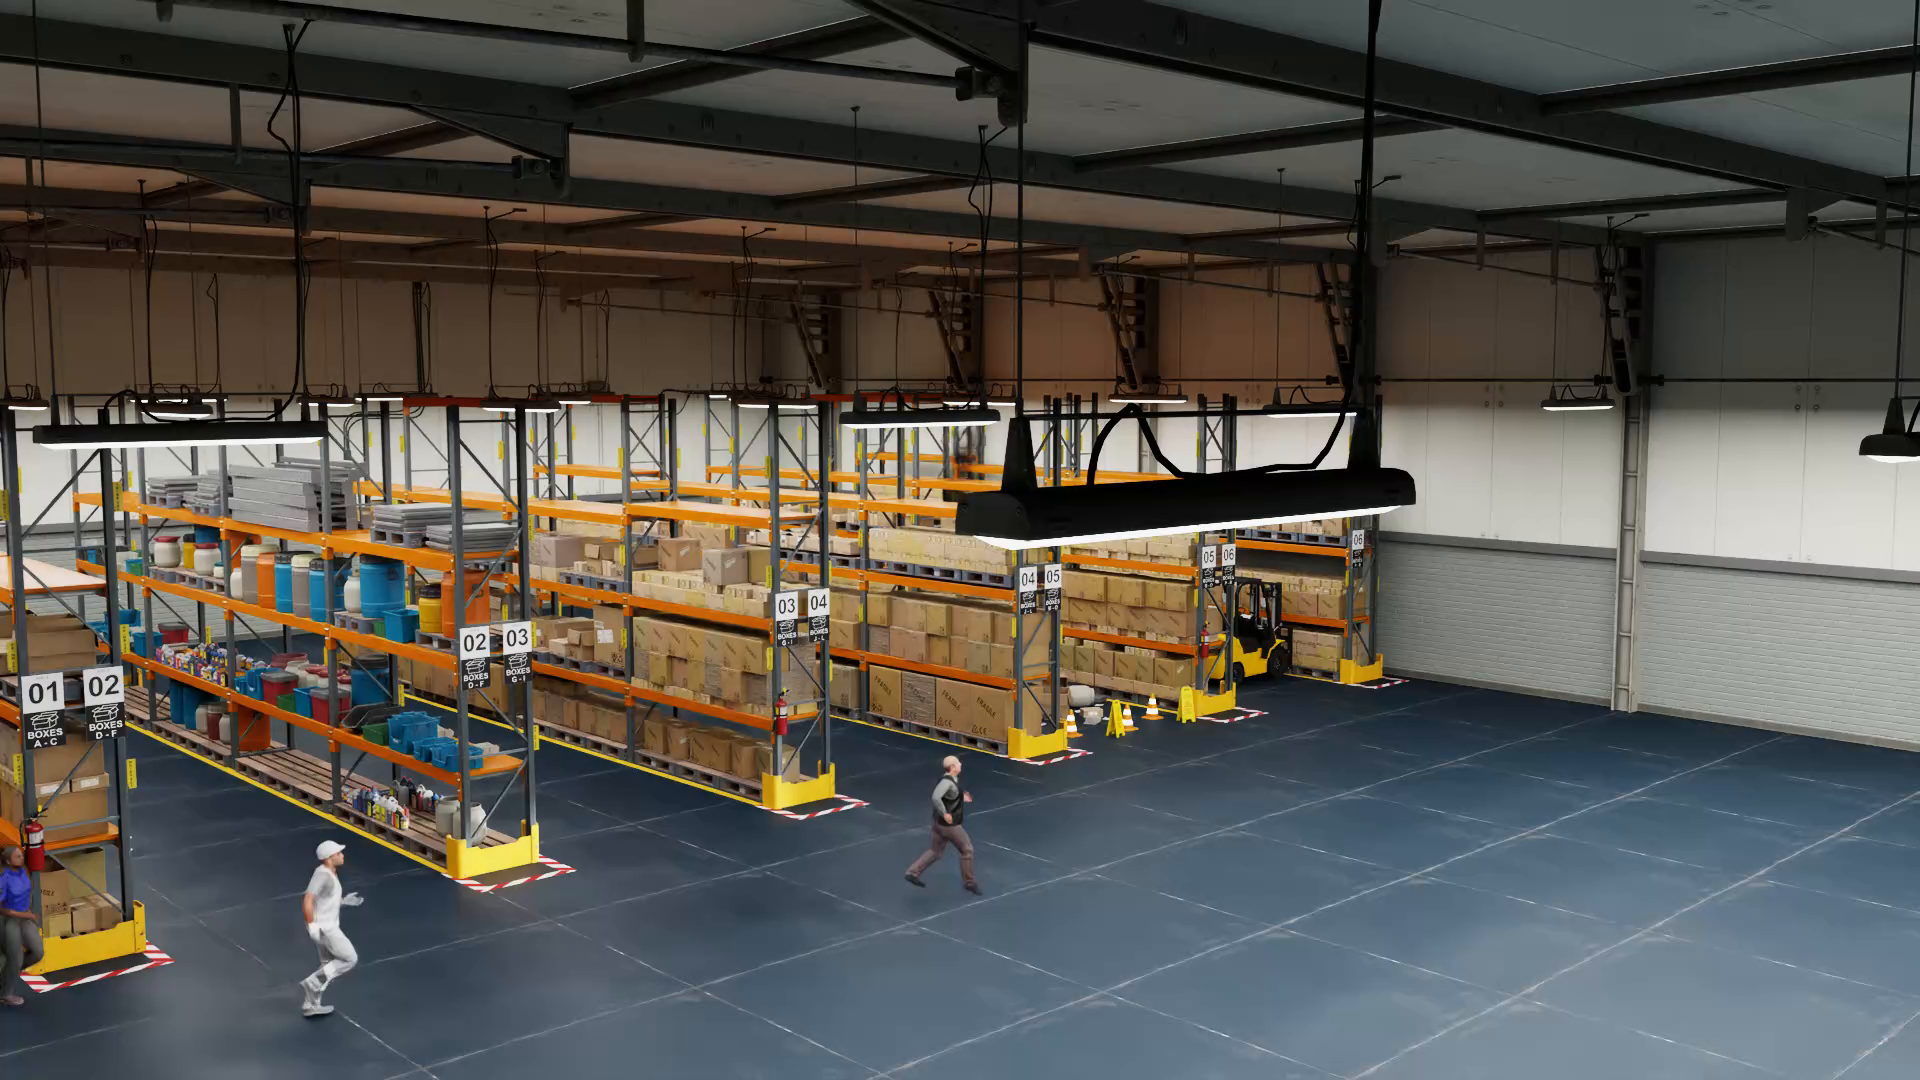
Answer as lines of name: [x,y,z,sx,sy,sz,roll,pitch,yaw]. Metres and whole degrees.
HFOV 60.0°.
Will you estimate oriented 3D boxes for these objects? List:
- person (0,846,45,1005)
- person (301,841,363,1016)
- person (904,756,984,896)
person: [-9.558,3.899,16.914,0.560,1.620,0.614,0,6,5]
person: [-6.267,3.860,16.588,0.616,1.733,0.661,-2,6,-21]
person: [-0.197,3.526,20.392,0.980,1.782,0.624,-2,6,-17]
